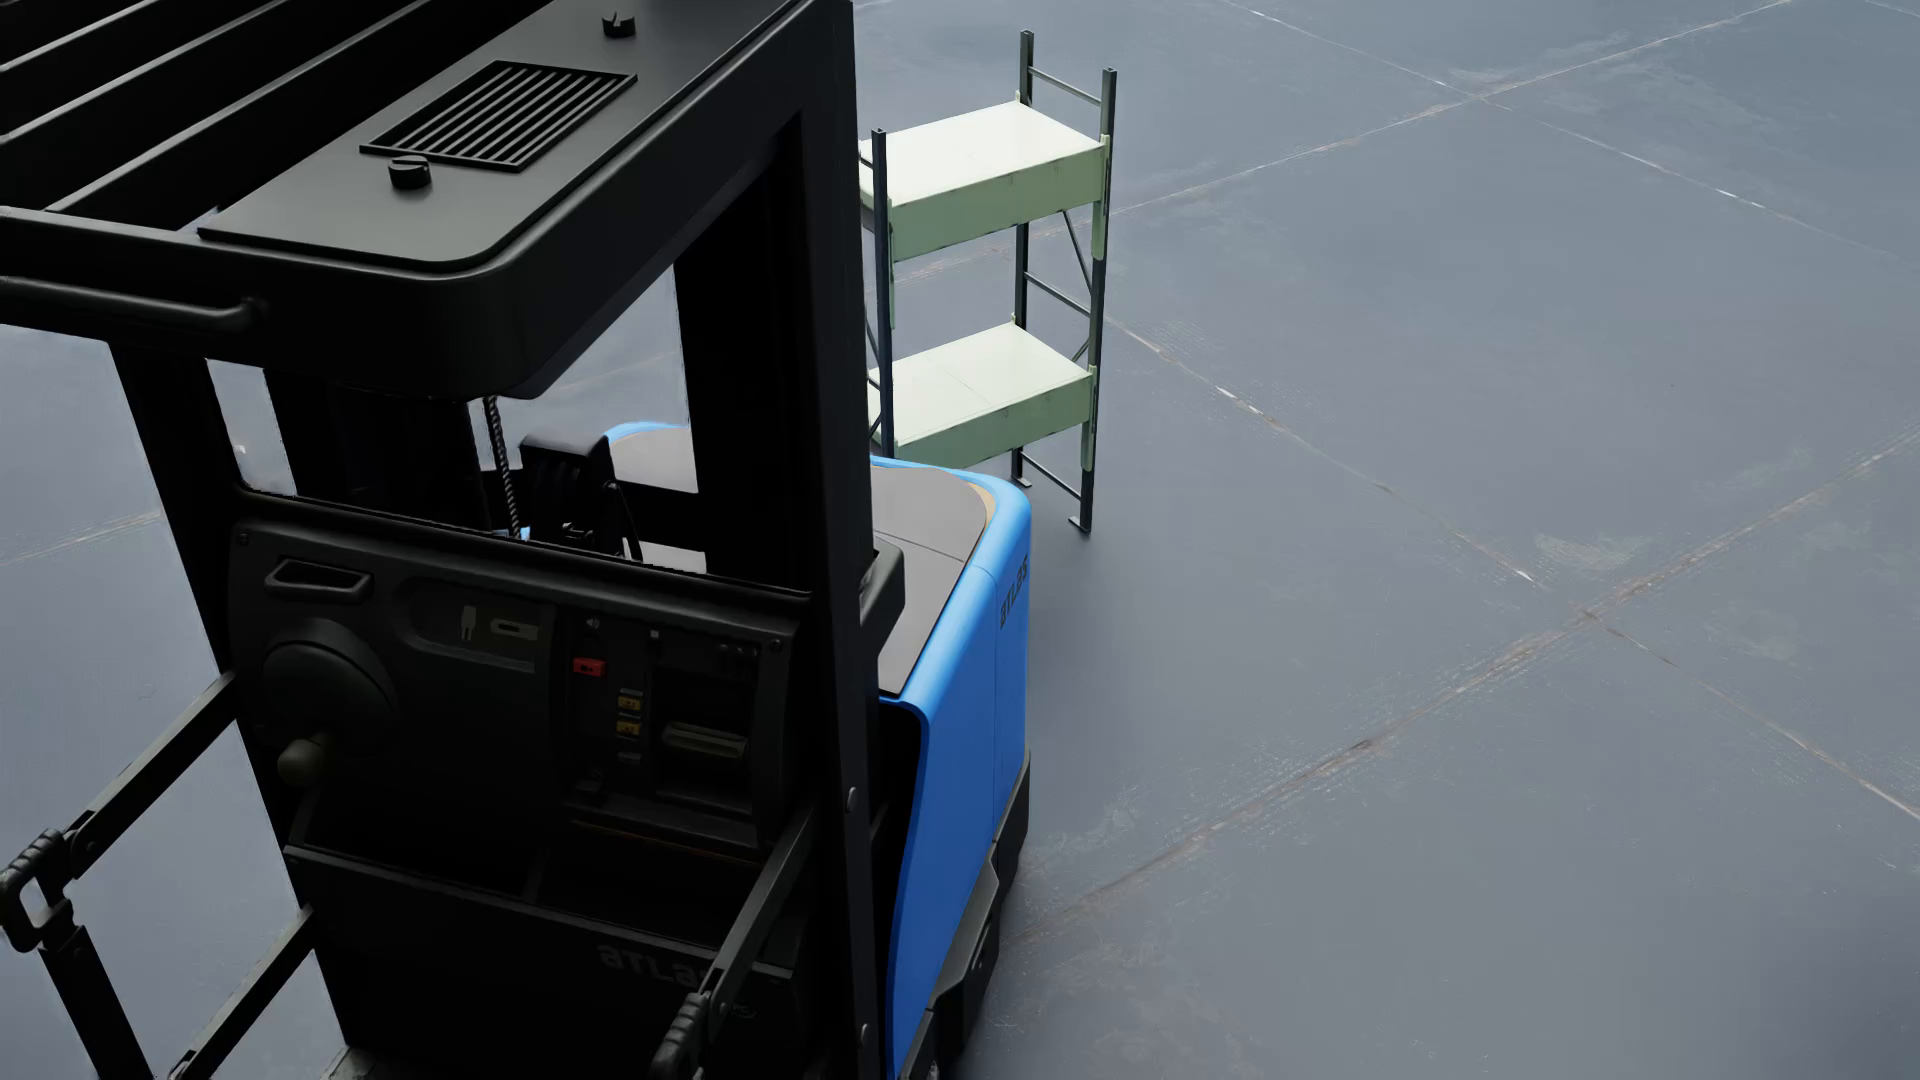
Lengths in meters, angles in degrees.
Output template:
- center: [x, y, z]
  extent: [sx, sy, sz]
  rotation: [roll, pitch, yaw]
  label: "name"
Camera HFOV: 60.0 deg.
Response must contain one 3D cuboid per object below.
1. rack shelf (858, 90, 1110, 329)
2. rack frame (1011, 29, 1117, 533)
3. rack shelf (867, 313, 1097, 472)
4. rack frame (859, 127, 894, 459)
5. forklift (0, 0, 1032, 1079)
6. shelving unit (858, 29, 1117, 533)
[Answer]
- center: [-0.005, -0.923, 4.581]
  extent: [0.720, 0.370, 0.431]
  rotation: [-22, 41, -28]
  label: "rack shelf"
- center: [0.294, -0.730, 4.980]
  extent: [0.023, 1.500, 0.400]
  rotation: [-22, 41, -28]
  label: "rack frame"
- center: [-0.005, -0.342, 4.999]
  extent: [0.720, 0.370, 0.431]
  rotation: [-22, 41, -28]
  label: "rack shelf"
- center: [-0.305, -0.484, 4.638]
  extent: [0.023, 1.500, 0.400]
  rotation: [-22, 41, -28]
  label: "rack frame"
- center: [-0.748, 0.293, 2.333]
  extent: [1.130, 2.935, 3.031]
  rotation: [10, 37, 14]
  label: "forklift"
- center: [-0.005, -0.607, 4.809]
  extent: [0.755, 1.500, 0.431]
  rotation: [-22, 41, -28]
  label: "shelving unit"
